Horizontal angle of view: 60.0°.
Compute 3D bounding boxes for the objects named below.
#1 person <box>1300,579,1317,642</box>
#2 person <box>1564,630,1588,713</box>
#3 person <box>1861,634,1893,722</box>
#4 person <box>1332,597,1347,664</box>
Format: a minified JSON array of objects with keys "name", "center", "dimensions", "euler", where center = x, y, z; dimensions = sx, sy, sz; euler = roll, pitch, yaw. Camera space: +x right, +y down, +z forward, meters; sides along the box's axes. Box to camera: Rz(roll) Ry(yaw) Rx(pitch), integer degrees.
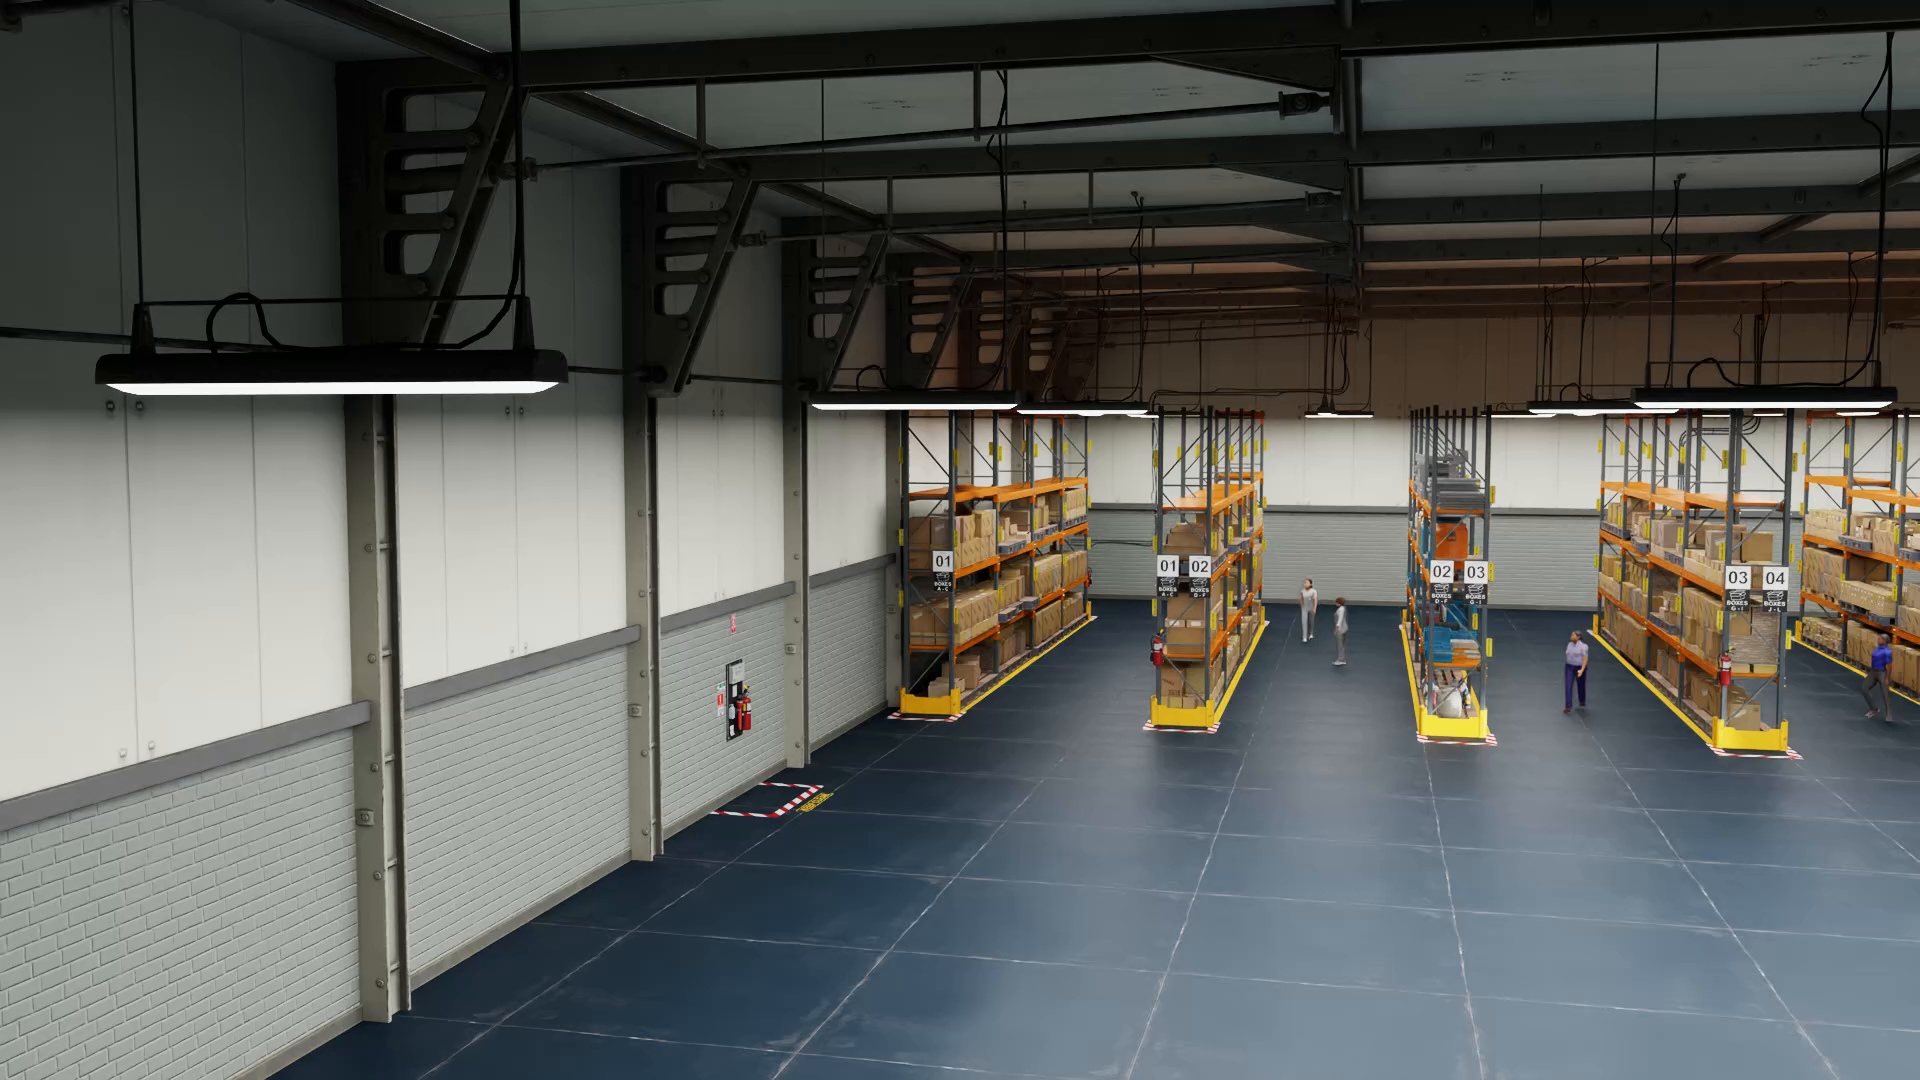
[{"name":"person","center":[9.031,1.816,43.108],"dimensions":[0.442,1.622,1.012],"euler":[1,4,11]},{"name":"person","center":[12.143,2.568,32.772],"dimensions":[0.443,1.599,0.969],"euler":[2,4,23]},{"name":"person","center":[17.600,2.616,31.785],"dimensions":[0.344,1.672,0.625],"euler":[-1,4,-18]},{"name":"person","center":[8.894,2.124,38.930],"dimensions":[0.345,1.606,0.414],"euler":[1,4,17]}]
